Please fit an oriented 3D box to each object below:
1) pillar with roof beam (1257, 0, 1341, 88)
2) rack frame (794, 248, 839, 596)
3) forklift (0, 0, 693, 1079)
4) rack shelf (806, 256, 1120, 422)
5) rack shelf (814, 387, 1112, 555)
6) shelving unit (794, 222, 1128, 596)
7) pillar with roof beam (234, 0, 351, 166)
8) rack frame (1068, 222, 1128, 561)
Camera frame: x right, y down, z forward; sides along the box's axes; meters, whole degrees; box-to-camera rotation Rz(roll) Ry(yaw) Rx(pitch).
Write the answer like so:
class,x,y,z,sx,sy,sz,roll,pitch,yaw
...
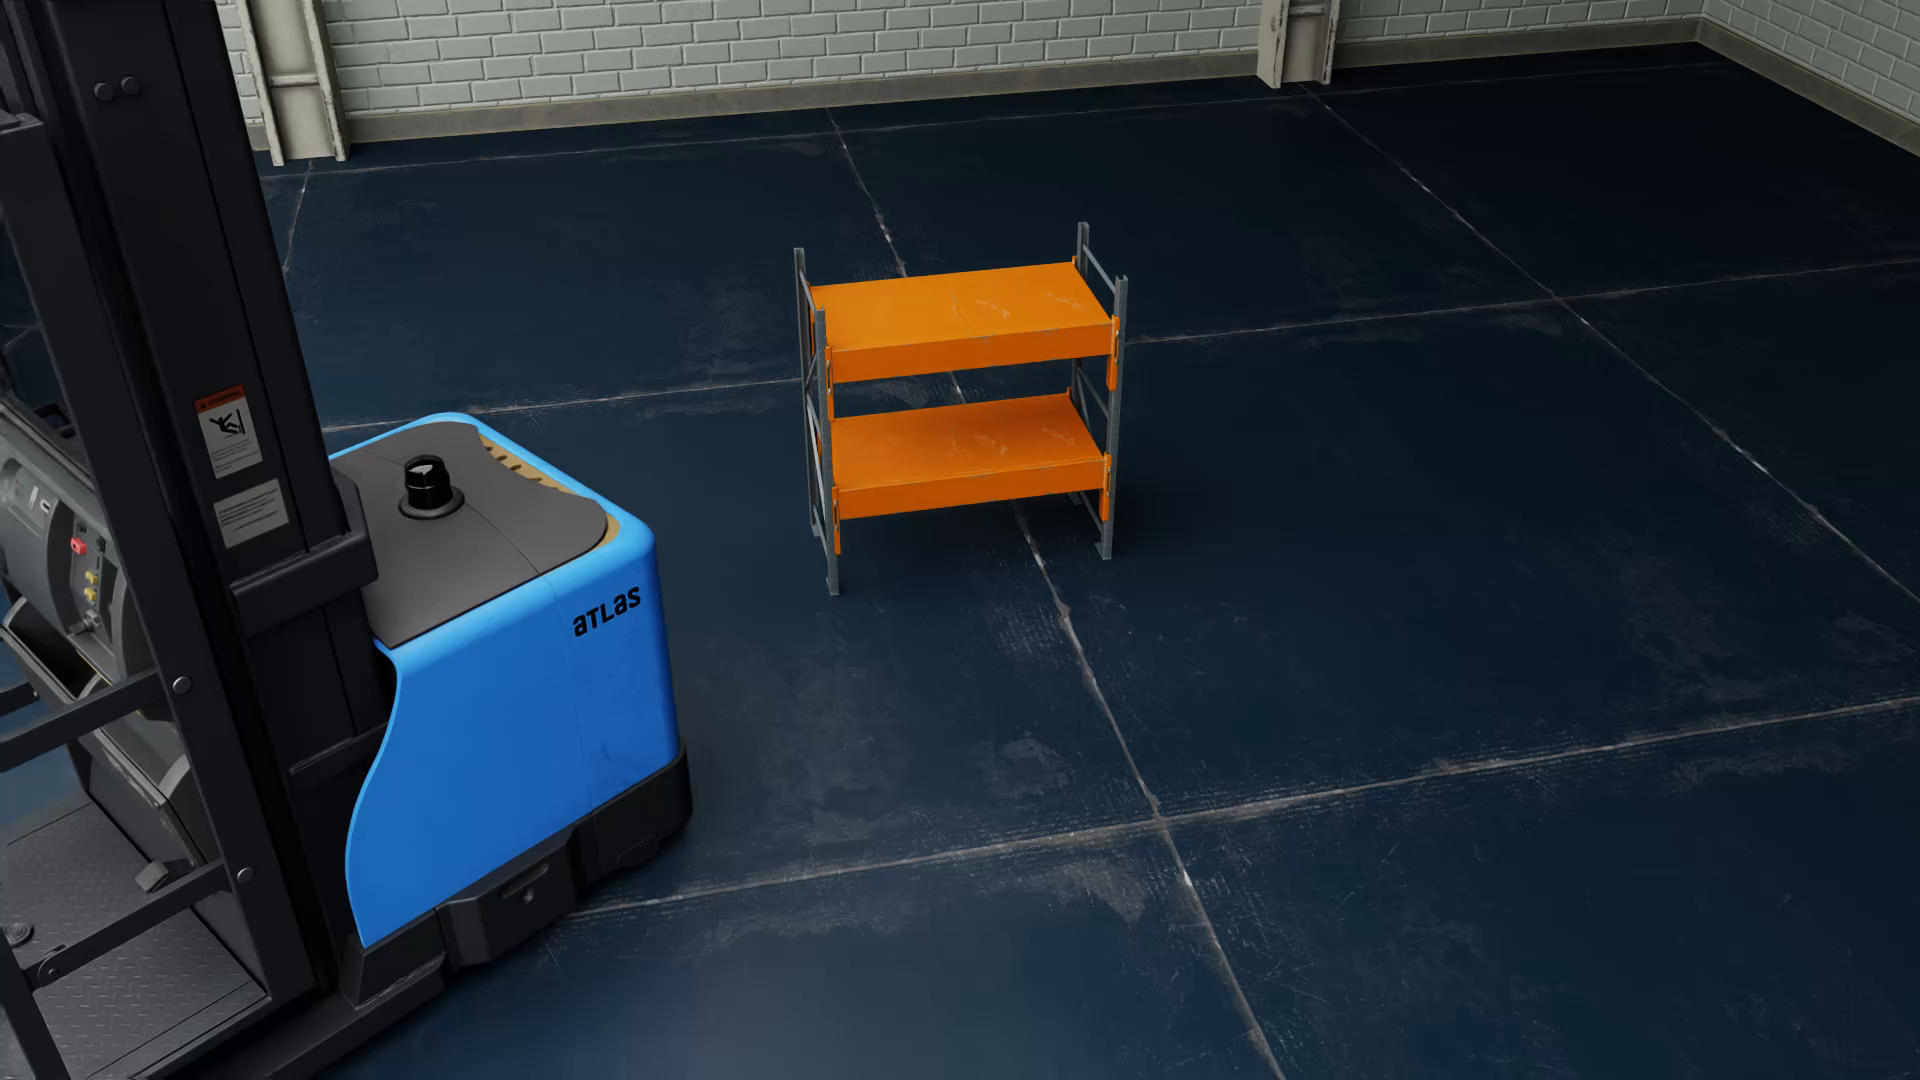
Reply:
class,x,y,z,sx,sy,sz,roll,pitch,yaw
pillar with roof beam,3.082,-4.356,4.666,0.400,9.000,9.100,-7,35,-11
rack frame,-0.502,-0.404,5.842,0.032,1.125,0.500,-7,35,-11
forklift,-2.172,0.052,3.542,1.130,2.935,3.031,28,43,35
rack shelf,-0.007,-0.709,5.772,1.000,0.278,0.538,-7,35,-11
rack shelf,-0.007,-0.263,6.072,1.000,0.278,0.538,-7,35,-11
shelving unit,-0.007,-0.466,5.935,1.048,1.125,0.538,-7,35,-11
pillar with roof beam,-2.770,-3.619,3.567,0.400,9.000,9.100,-7,35,-11
rack frame,0.489,-0.529,6.028,0.032,1.125,0.500,-7,35,-11
